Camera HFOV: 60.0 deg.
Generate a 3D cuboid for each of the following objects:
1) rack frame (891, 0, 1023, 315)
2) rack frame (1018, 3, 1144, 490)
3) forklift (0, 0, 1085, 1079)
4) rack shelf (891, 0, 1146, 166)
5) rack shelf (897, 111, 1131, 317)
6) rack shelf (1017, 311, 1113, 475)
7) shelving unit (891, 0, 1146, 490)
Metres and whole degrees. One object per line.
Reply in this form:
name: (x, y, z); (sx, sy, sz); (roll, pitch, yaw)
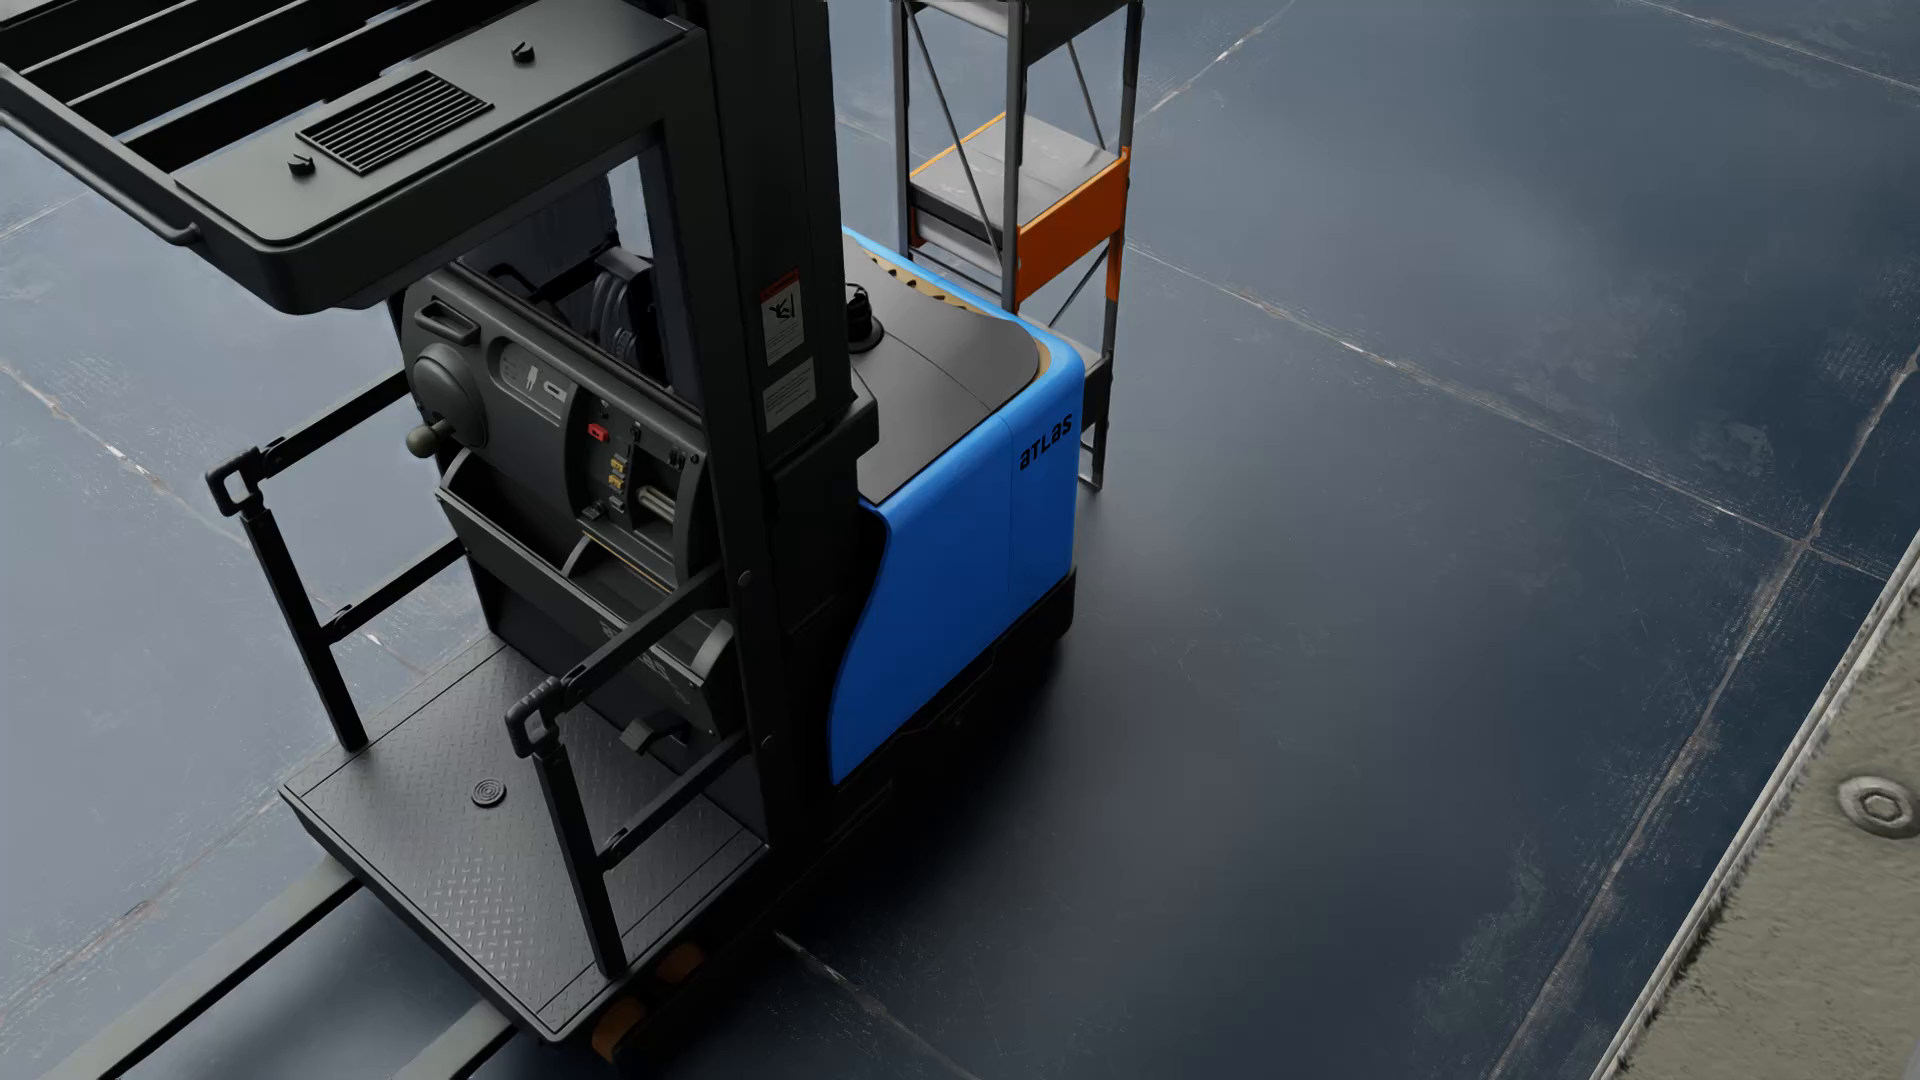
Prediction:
rack frame: (-0.011, -0.717, 4.483); (0.400, 2.100, 0.015); (32, 54, 27)
rack frame: (0.306, -0.985, 4.739); (0.400, 2.100, 0.015); (32, 54, 27)
forklift: (-1.001, -0.160, 3.376); (1.130, 2.935, 3.031); (32, 54, 27)
rack shelf: (0.147, -1.325, 4.115); (0.431, 0.518, 0.480); (32, 54, 27)
rack shelf: (0.147, -0.842, 4.621); (0.431, 0.518, 0.480); (32, 54, 27)
rack shelf: (0.147, -0.358, 5.127); (0.431, 0.518, 0.480); (32, 54, 27)
shelving unit: (0.147, -0.851, 4.611); (0.431, 2.100, 0.503); (32, 54, 27)
